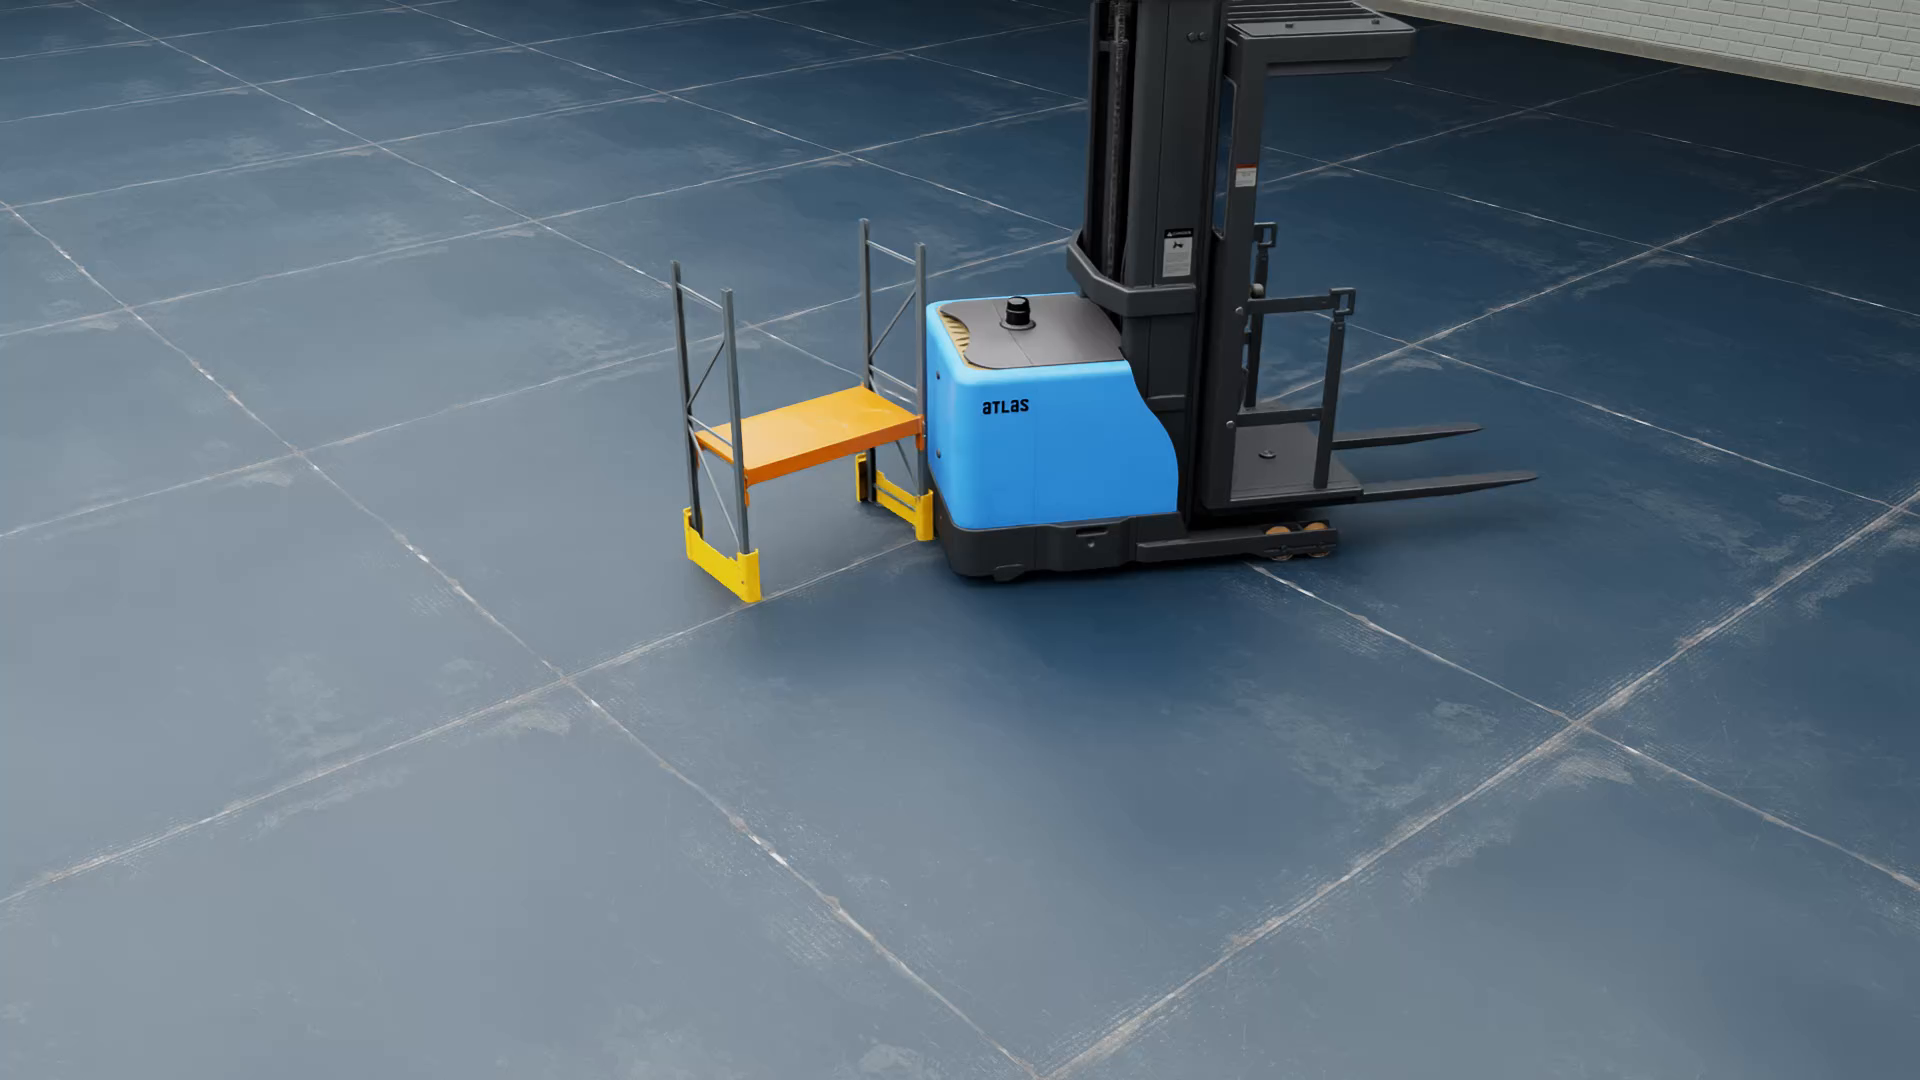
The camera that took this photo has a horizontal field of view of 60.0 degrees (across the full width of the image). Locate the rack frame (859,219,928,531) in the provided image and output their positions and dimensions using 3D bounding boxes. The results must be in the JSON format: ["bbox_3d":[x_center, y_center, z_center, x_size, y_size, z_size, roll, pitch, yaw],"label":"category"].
[{"bbox_3d":[-0.318,-0.776,8.112,0.032,1.500,0.500,-20,34,-32],"label":"rack frame"}]

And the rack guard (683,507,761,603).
[{"bbox_3d":[-1.127,0.064,7.865,0.087,0.250,0.587,-20,34,-32],"label":"rack guard"}]

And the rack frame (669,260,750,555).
[{"bbox_3d":[-1.128,-0.487,7.570,0.032,1.500,0.500,-20,34,-32],"label":"rack frame"}]

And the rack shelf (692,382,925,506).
[{"bbox_3d":[-0.723,-0.473,7.925,1.000,0.185,0.538,-20,34,-32],"label":"rack shelf"}]

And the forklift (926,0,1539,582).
[{"bbox_3d":[1.367,-1.429,7.814,3.031,2.935,1.130,-5,29,-10],"label":"forklift"}]

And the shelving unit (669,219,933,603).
[{"bbox_3d":[-0.731,-0.629,7.836,1.083,1.500,0.587,-20,34,-32],"label":"shelving unit"}]

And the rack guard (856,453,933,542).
[{"bbox_3d":[-0.334,-0.220,8.396,0.087,0.250,0.587,-20,34,-32],"label":"rack guard"}]
